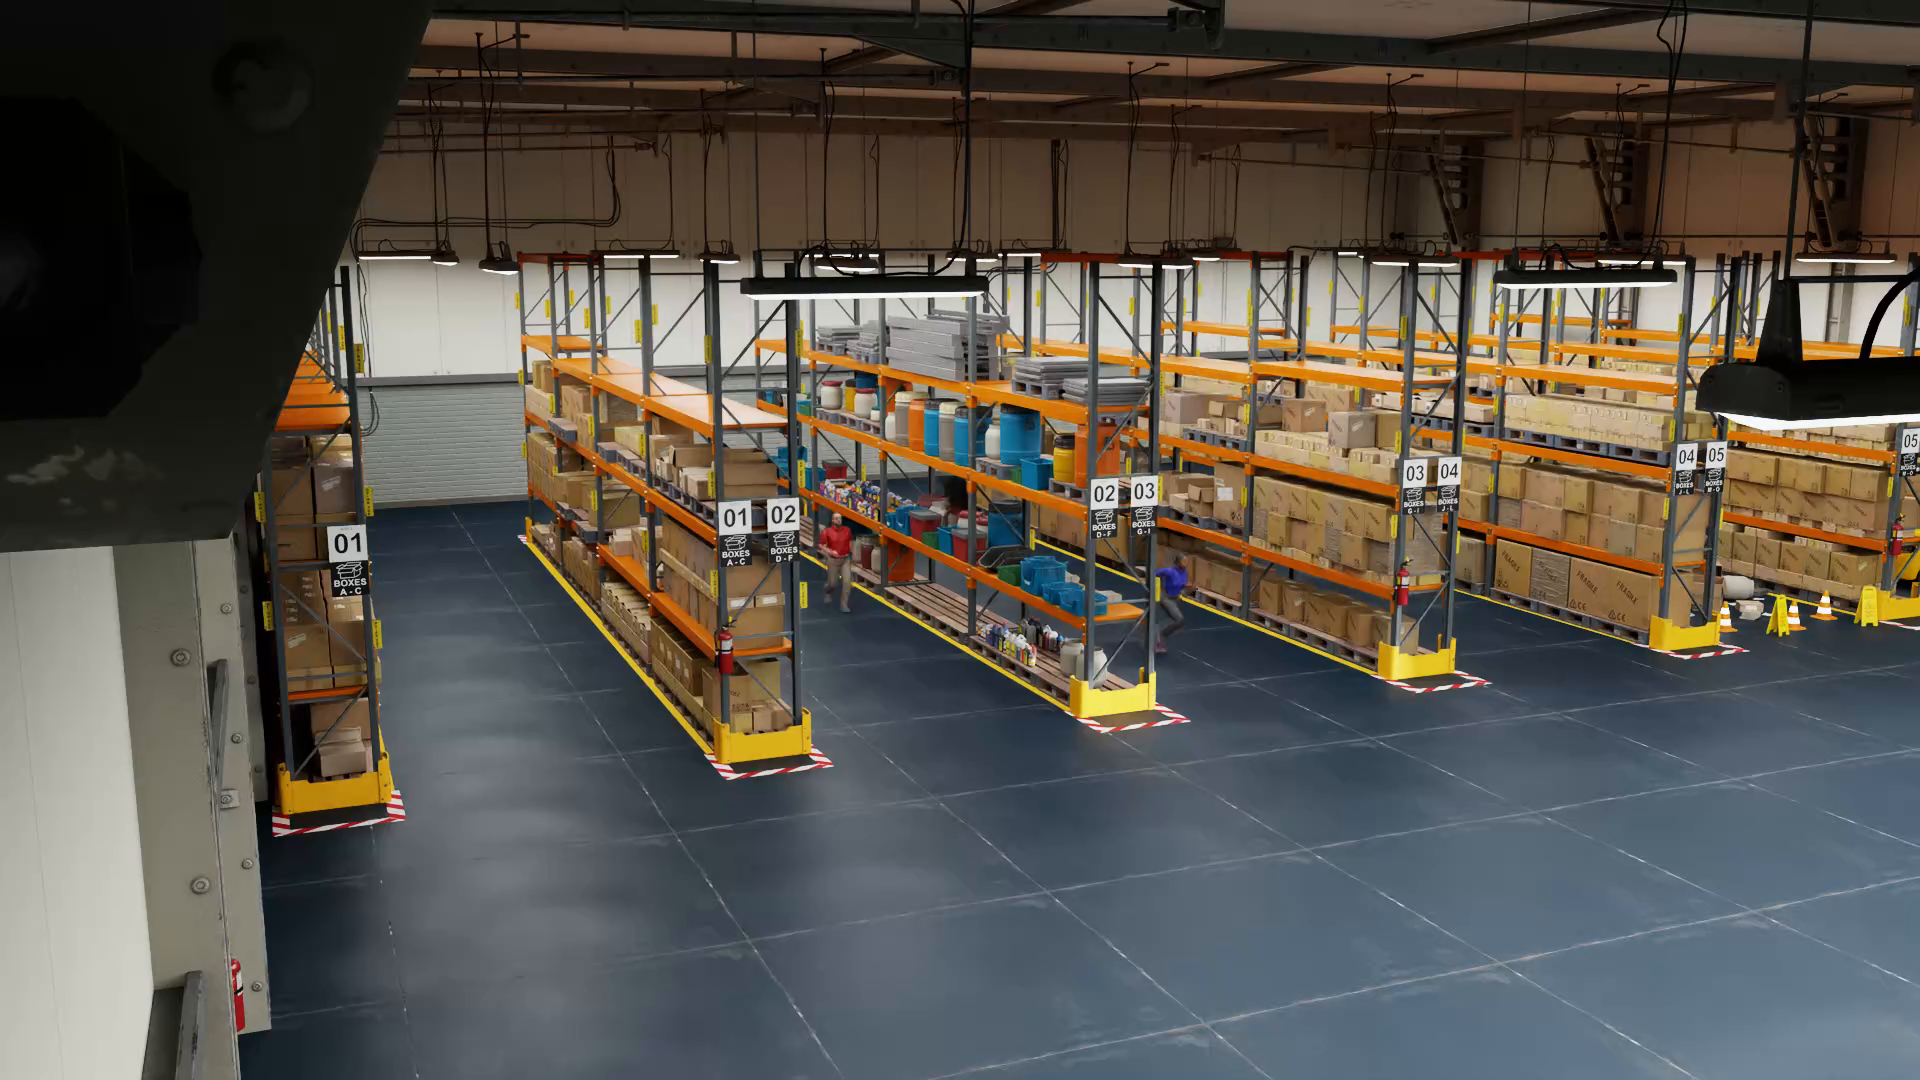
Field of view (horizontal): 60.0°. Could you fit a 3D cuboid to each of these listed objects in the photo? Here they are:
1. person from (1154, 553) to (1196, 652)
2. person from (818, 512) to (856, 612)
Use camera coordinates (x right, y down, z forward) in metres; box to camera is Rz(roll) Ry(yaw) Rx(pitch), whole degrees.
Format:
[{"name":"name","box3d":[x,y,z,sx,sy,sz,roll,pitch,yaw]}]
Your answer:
[{"name":"person","box3d":[3.238,0.966,25.342,0.778,1.575,0.562,8,13,38]},{"name":"person","box3d":[-2.080,0.361,28.373,0.674,1.682,0.782,-5,11,-24]}]
